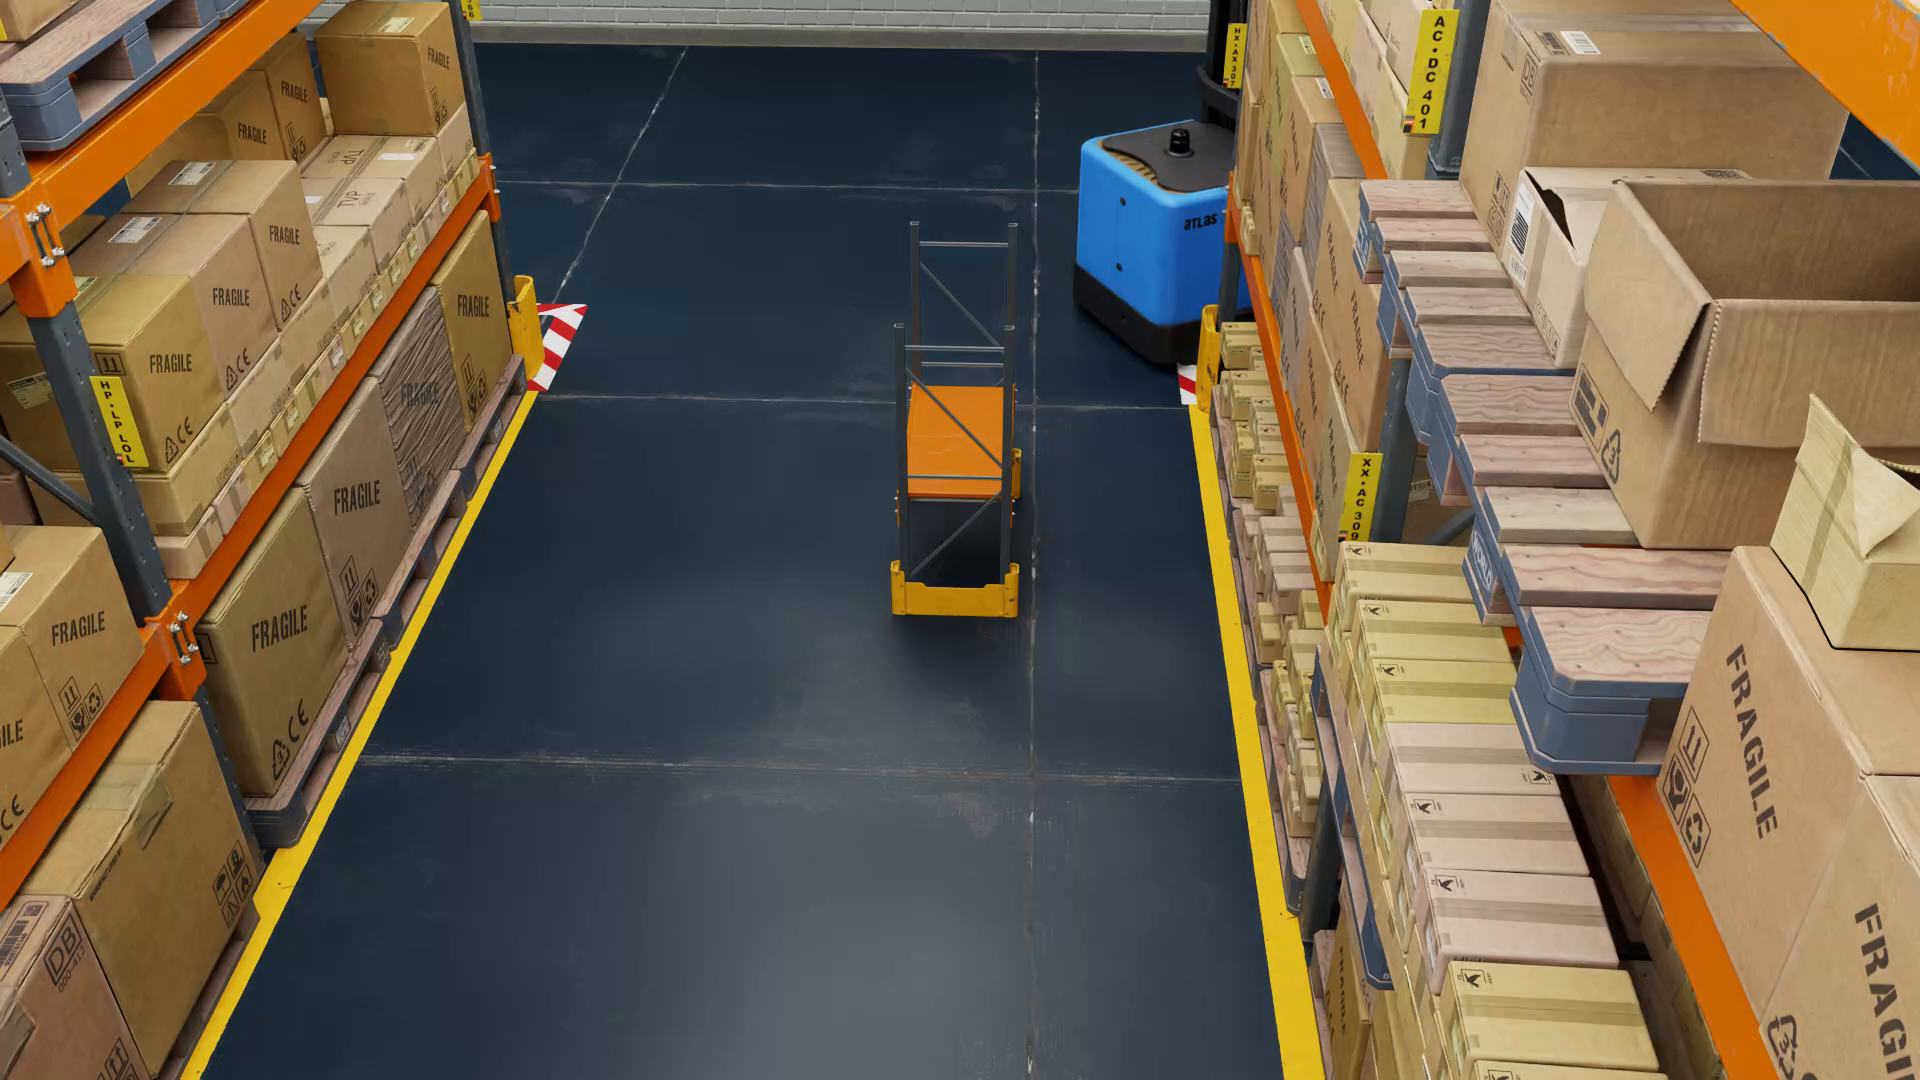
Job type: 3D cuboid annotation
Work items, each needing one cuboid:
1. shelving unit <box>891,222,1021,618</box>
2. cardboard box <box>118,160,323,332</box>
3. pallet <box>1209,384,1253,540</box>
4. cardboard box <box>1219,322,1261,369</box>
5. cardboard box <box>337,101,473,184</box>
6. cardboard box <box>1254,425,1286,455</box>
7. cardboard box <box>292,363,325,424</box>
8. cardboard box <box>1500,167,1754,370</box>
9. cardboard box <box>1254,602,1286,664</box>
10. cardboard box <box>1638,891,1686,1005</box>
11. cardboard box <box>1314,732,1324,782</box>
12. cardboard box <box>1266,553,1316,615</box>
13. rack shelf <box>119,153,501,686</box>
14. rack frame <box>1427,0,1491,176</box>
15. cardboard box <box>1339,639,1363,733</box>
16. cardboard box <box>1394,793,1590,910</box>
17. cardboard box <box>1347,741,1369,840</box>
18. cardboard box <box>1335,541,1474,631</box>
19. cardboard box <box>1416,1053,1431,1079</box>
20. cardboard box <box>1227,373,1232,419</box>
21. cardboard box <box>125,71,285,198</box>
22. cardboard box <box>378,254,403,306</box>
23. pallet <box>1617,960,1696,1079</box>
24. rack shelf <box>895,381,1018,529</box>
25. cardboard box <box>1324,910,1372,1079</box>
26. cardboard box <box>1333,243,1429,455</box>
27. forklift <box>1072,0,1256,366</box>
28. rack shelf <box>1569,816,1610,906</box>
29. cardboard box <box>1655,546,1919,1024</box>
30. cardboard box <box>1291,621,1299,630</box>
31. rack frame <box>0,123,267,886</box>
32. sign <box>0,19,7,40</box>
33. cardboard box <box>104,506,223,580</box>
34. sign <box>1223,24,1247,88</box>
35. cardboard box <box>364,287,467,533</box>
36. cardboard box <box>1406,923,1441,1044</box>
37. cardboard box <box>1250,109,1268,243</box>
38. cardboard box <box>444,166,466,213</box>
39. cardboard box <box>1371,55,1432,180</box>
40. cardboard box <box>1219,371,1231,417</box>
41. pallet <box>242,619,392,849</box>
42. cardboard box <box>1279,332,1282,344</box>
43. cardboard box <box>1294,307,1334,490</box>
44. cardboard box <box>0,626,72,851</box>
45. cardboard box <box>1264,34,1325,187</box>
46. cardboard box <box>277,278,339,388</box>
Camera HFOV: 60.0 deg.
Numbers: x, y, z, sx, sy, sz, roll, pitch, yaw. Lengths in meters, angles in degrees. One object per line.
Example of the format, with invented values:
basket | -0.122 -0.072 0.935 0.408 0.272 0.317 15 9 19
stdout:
shelving unit | -0.003 -0.570 7.756 0.587 1.500 1.083 1 35 2
cardboard box | -2.870 -1.154 6.502 0.500 0.500 0.500 0 35 0
pallet | 1.853 -0.410 8.650 1.003 0.211 1.213 1 35 2
cardboard box | 1.564 -1.016 8.684 0.380 0.149 0.250 0 35 0
cardboard box | -2.782 -2.009 8.372 0.500 0.250 0.500 1 35 1
cardboard box | 1.587 -0.410 7.821 0.380 0.149 0.250 3 35 4
cardboard box | -2.805 -0.595 6.707 0.380 0.149 0.250 1 35 1
cardboard box | 1.518 -0.625 3.634 0.500 0.311 0.500 1 35 1
cardboard box | 1.480 0.404 7.181 0.380 0.149 0.250 1 35 2
cardboard box | 1.908 0.997 4.075 0.380 0.149 0.250 0 35 0
cardboard box | 1.518 0.778 6.131 0.380 0.149 0.250 2 35 3
cardboard box | 1.498 0.182 6.979 0.380 0.149 0.250 0 35 0
rack shelf | -3.108 -0.790 7.391 1.077 0.370 4.000 1 35 2
rack frame | 1.764 -2.217 3.579 1.000 3.000 0.127 1 35 2
cardboard box | 1.280 0.411 4.651 0.380 0.149 0.250 1 35 1
cardboard box | 1.248 0.739 3.926 0.380 0.149 0.250 1 35 1
cardboard box | 1.269 0.687 4.517 0.380 0.149 0.250 2 35 2
cardboard box | 1.288 0.141 4.777 0.380 0.149 0.250 3 35 4
cardboard box | 1.228 1.279 3.675 0.380 0.149 0.250 0 35 0
cardboard box | 1.579 -0.737 8.545 0.380 0.149 0.250 1 35 2
cardboard box | -3.352 -1.746 7.345 0.500 0.500 0.500 0 35 1
cardboard box | -2.762 -1.183 7.543 0.380 0.149 0.250 1 35 2
pallet | 1.642 1.476 3.708 1.003 0.211 1.213 1 35 2
rack shelf | -0.003 -0.417 7.852 0.538 0.185 1.000 1 35 2
cardboard box | 1.469 1.507 5.306 0.500 0.500 0.500 3 35 4
cardboard box | 1.512 -0.611 5.295 0.500 0.500 0.500 0 35 0
forklift | 2.248 -2.788 9.668 3.031 2.935 1.130 -16 38 -21
rack shelf | 1.683 1.681 3.876 1.077 0.370 4.000 1 35 2
cardboard box | 1.403 0.359 2.435 0.500 0.500 0.500 1 35 2
cardboard box | 1.558 0.470 6.828 0.380 0.149 0.250 2 35 2
rack frame | -3.188 0.065 5.549 1.000 3.000 0.127 1 35 2
sign | -2.646 -1.496 4.438 0.100 0.325 0.005 1 35 2
cardboard box | -2.844 0.005 5.852 0.380 0.149 0.250 1 35 2
sign | 1.382 -2.427 8.342 0.100 0.325 0.005 1 35 2
cardboard box | -3.010 -0.644 8.040 0.875 0.875 0.875 1 35 2
cardboard box | 1.240 1.016 3.790 0.380 0.149 0.250 1 35 1
cardboard box | 1.634 -1.664 7.663 0.500 0.500 0.500 1 35 2
cardboard box | -2.722 -1.769 8.377 0.380 0.149 0.250 2 35 2
cardboard box | 1.513 -1.217 4.894 0.500 0.250 0.500 2 35 3
cardboard box | 1.583 -0.773 8.855 0.380 0.149 0.250 2 35 3
pallet | -3.080 0.770 6.970 1.003 0.211 1.213 1 35 2
cardboard box | 1.572 -0.882 7.115 0.380 0.149 0.250 3 35 4
cardboard box | 1.523 -0.508 6.019 0.500 0.500 0.500 0 35 1
cardboard box | -2.961 0.583 4.725 0.500 0.500 0.500 2 35 3
cardboard box | 1.584 -1.792 6.976 0.500 0.500 0.500 1 35 1
cardboard box | -2.868 -0.843 6.712 0.500 0.250 0.500 2 35 3
